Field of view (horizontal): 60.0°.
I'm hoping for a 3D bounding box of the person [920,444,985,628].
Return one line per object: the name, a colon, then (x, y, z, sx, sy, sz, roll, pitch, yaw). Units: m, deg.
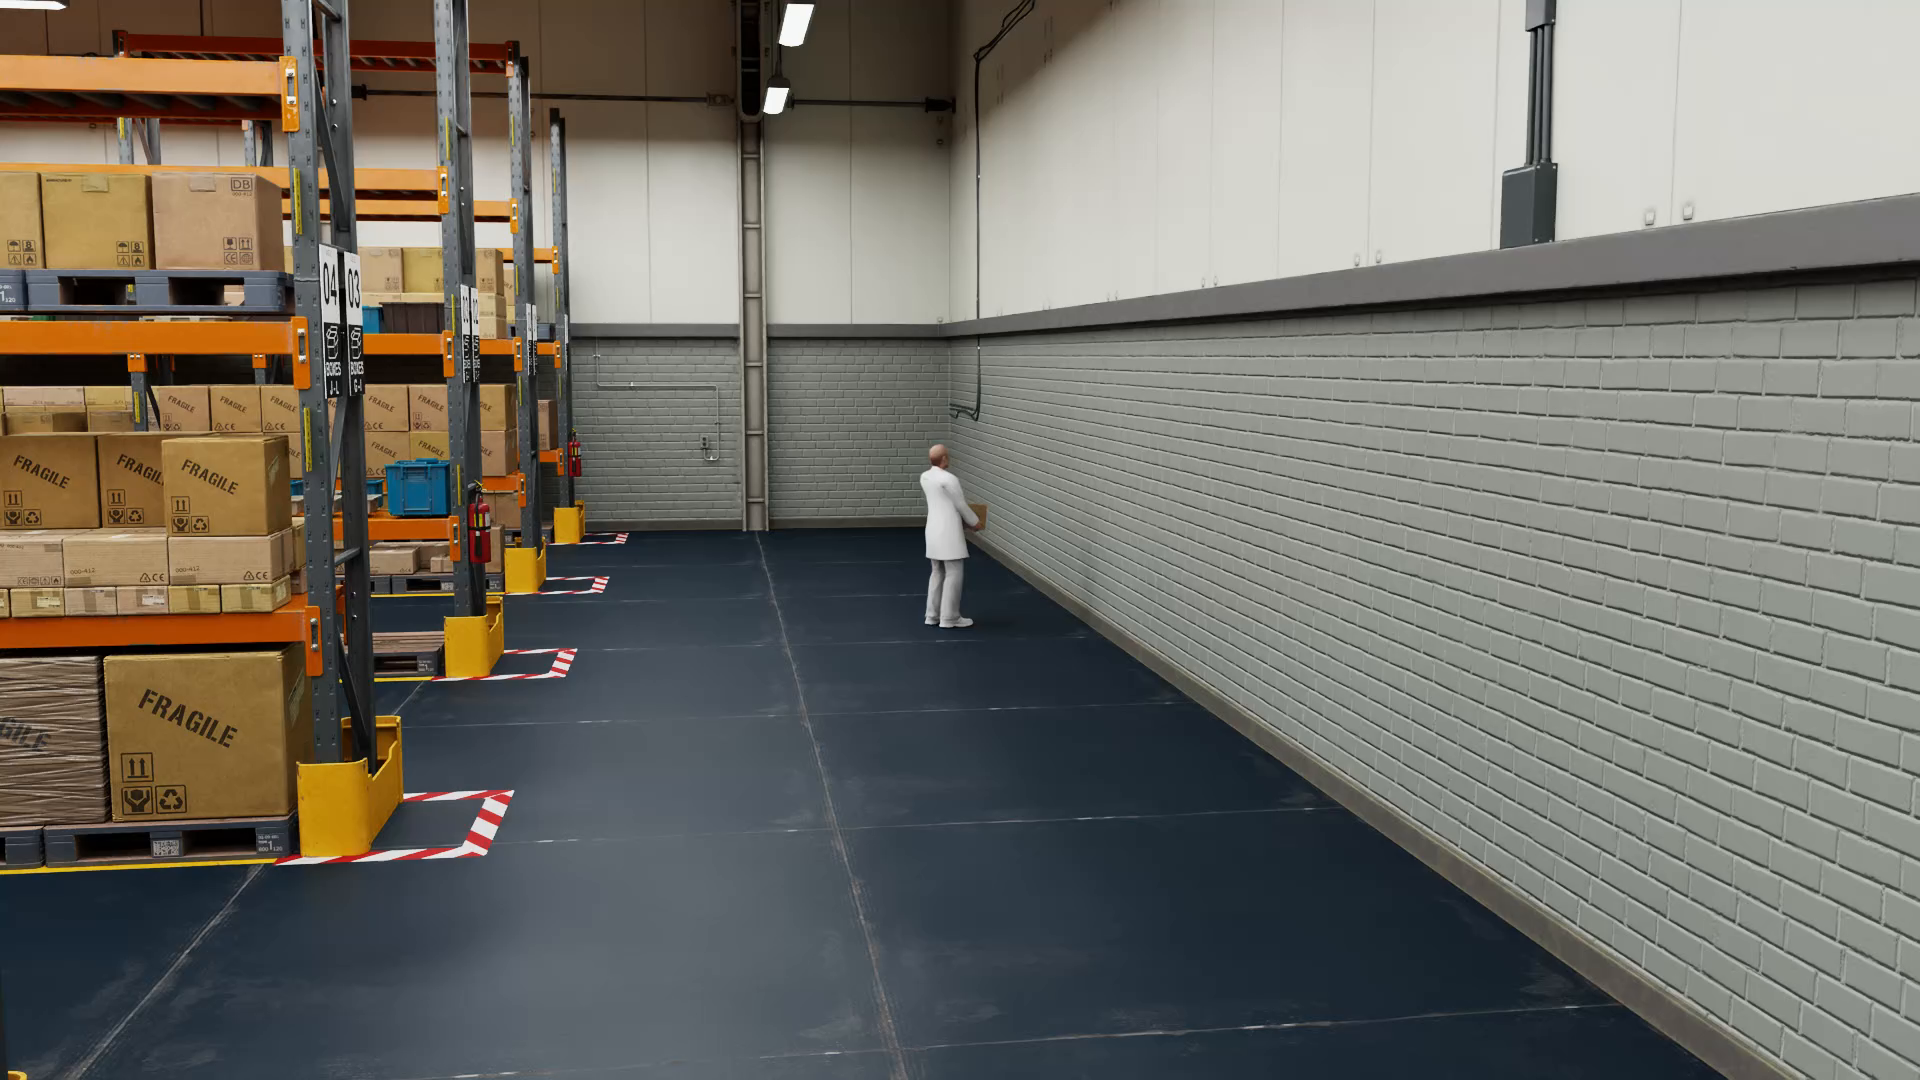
person: (-0.063, -0.051, 16.257, 0.556, 1.775, 0.527, -5, 8, -36)
